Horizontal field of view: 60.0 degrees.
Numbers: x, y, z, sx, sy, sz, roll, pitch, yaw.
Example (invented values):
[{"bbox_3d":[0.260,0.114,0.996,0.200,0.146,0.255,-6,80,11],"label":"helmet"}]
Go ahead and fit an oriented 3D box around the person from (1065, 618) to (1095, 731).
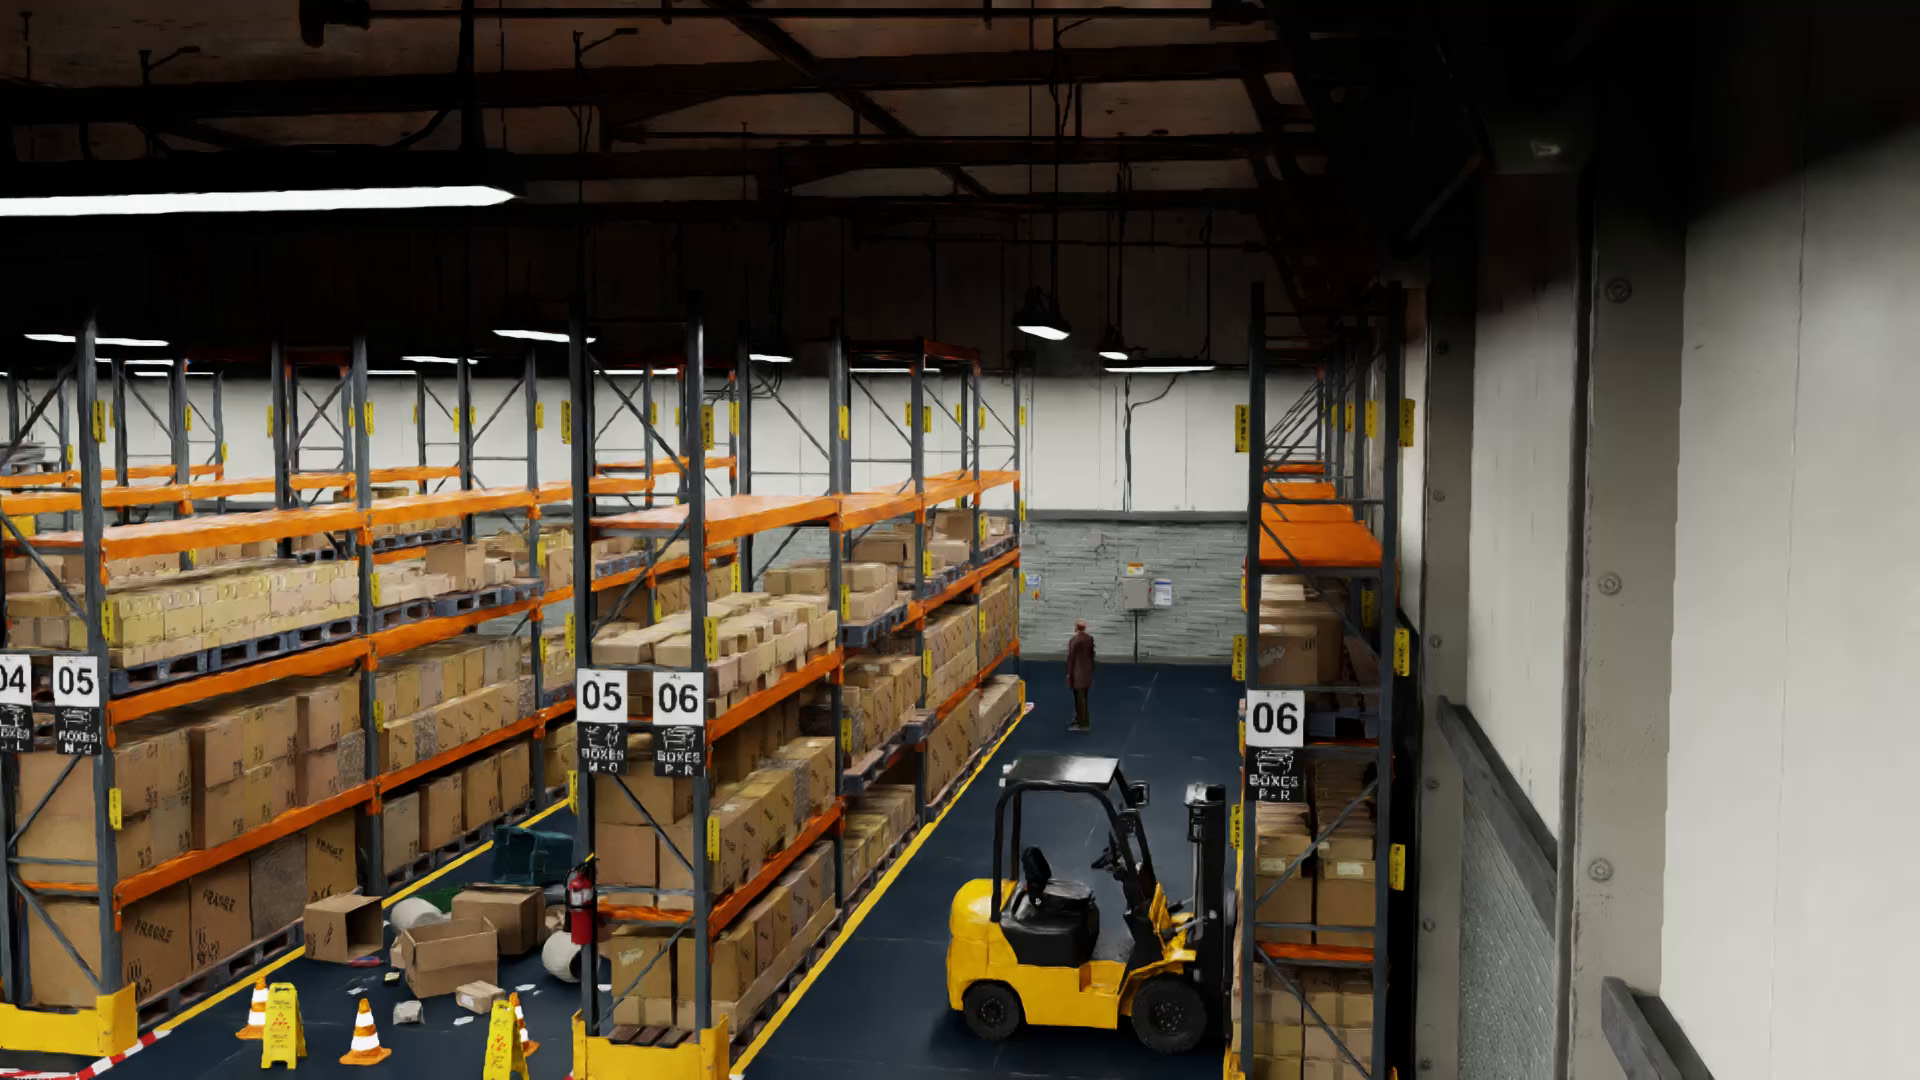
[{"bbox_3d":[1.902,2.135,26.589,0.614,1.761,0.656,4,6,38],"label":"person"}]
